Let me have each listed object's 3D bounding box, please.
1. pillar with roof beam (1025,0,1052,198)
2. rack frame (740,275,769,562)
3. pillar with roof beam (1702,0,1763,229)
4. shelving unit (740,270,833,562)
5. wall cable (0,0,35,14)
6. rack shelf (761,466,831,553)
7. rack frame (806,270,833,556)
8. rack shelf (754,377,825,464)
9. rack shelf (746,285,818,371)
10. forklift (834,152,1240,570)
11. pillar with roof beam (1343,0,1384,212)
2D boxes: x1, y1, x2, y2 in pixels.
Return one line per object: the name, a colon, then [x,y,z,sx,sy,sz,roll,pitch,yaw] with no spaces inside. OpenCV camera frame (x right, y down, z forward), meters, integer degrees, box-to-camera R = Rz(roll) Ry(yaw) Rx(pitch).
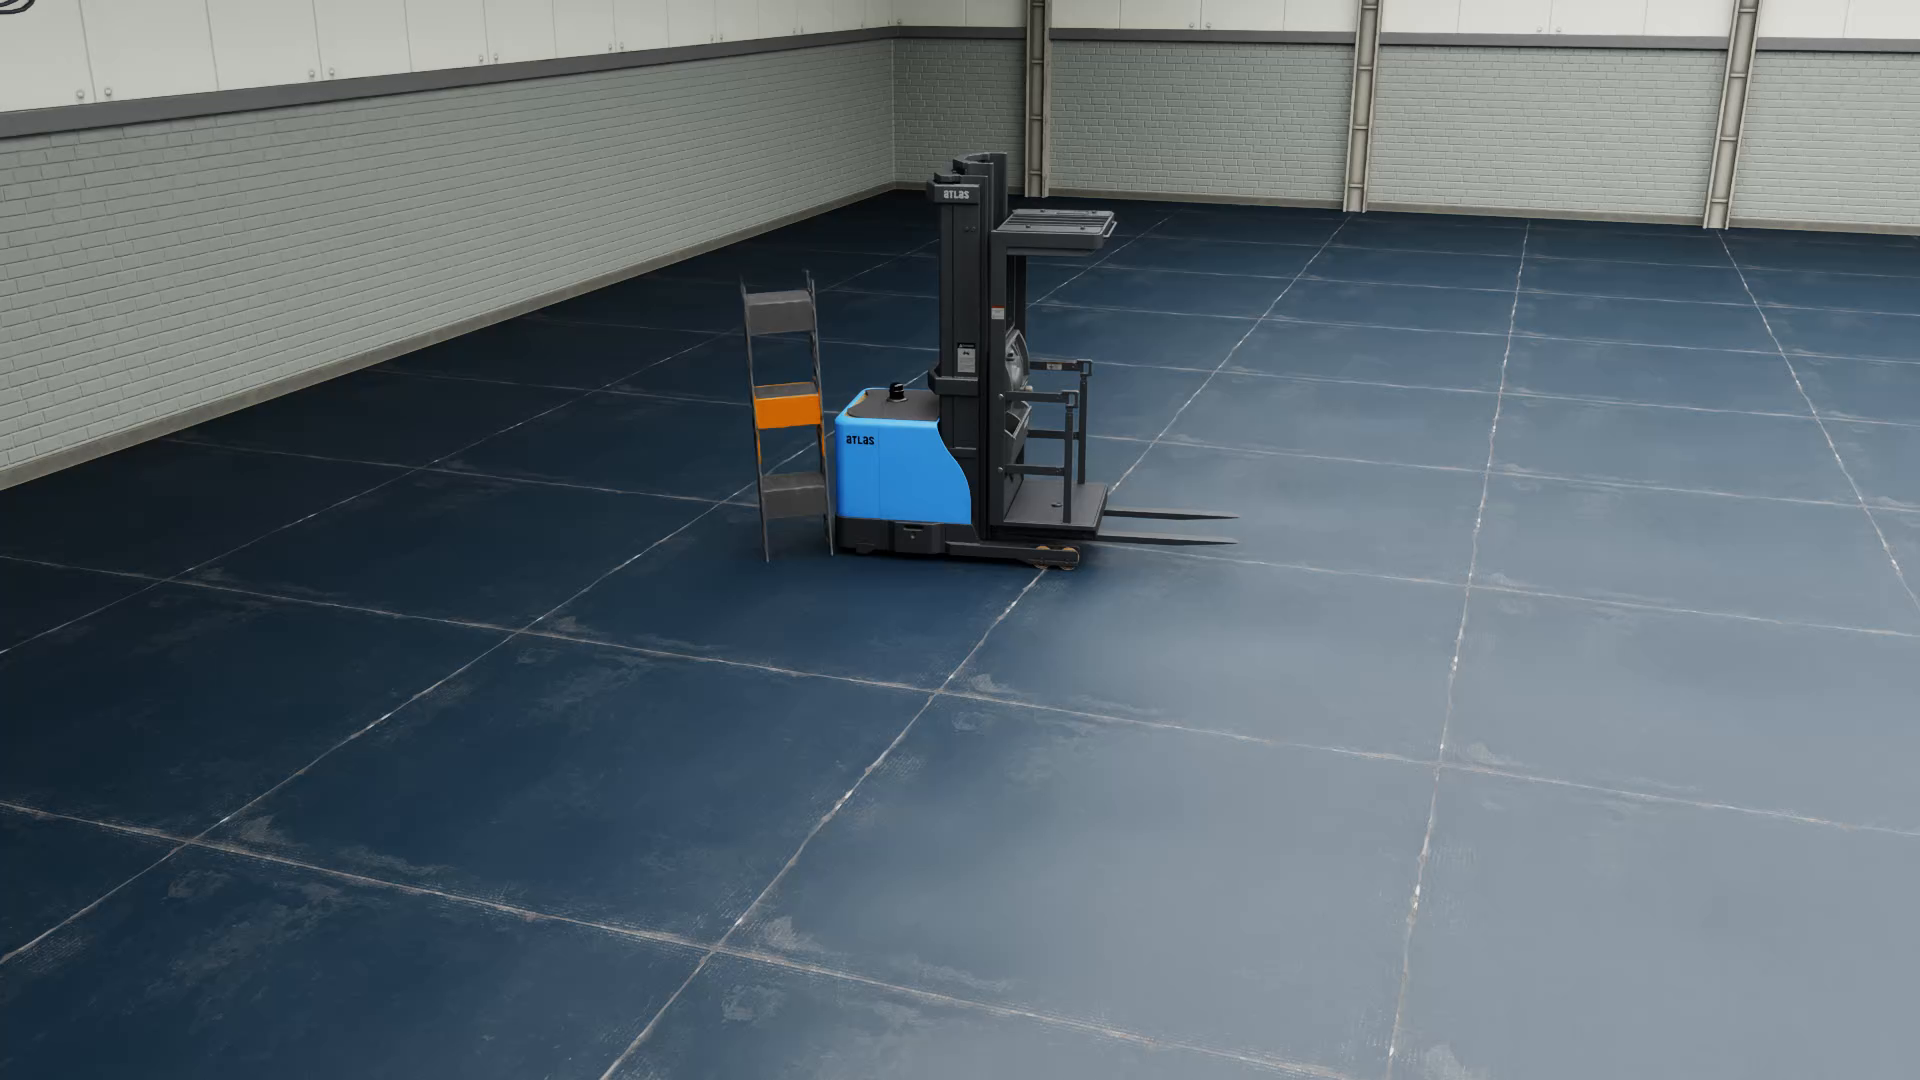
pillar with roof beam: [0.061,-9.513,26.612,0.400,9.000,9.100,7,20,18]
rack frame: [-1.526,-0.885,12.341,0.015,2.100,0.400,-6,20,-9]
pillar with roof beam: [11.396,-8.217,22.894,0.400,9.000,9.100,7,20,18]
shelving unit: [-1.286,-0.909,12.379,0.503,2.100,0.431,-6,20,-9]
wall cable: [-8.082,-6.343,12.351,0.169,6.003,2.305,7,20,18]
rack shelf: [-1.256,-0.237,12.619,0.480,0.518,0.431,-6,20,-9]
rack frame: [-1.046,-0.933,12.417,0.015,2.100,0.400,-6,20,-9]
rack shelf: [-1.285,-0.896,12.383,0.480,0.518,0.431,-6,20,-9]
rack shelf: [-1.314,-1.555,12.148,0.480,0.518,0.431,-6,20,-9]
forklift: [0.615,-1.348,12.407,3.031,2.935,1.130,3,19,9]
pillar with roof beam: [5.728,-8.865,24.753,0.400,9.000,9.100,7,20,18]
